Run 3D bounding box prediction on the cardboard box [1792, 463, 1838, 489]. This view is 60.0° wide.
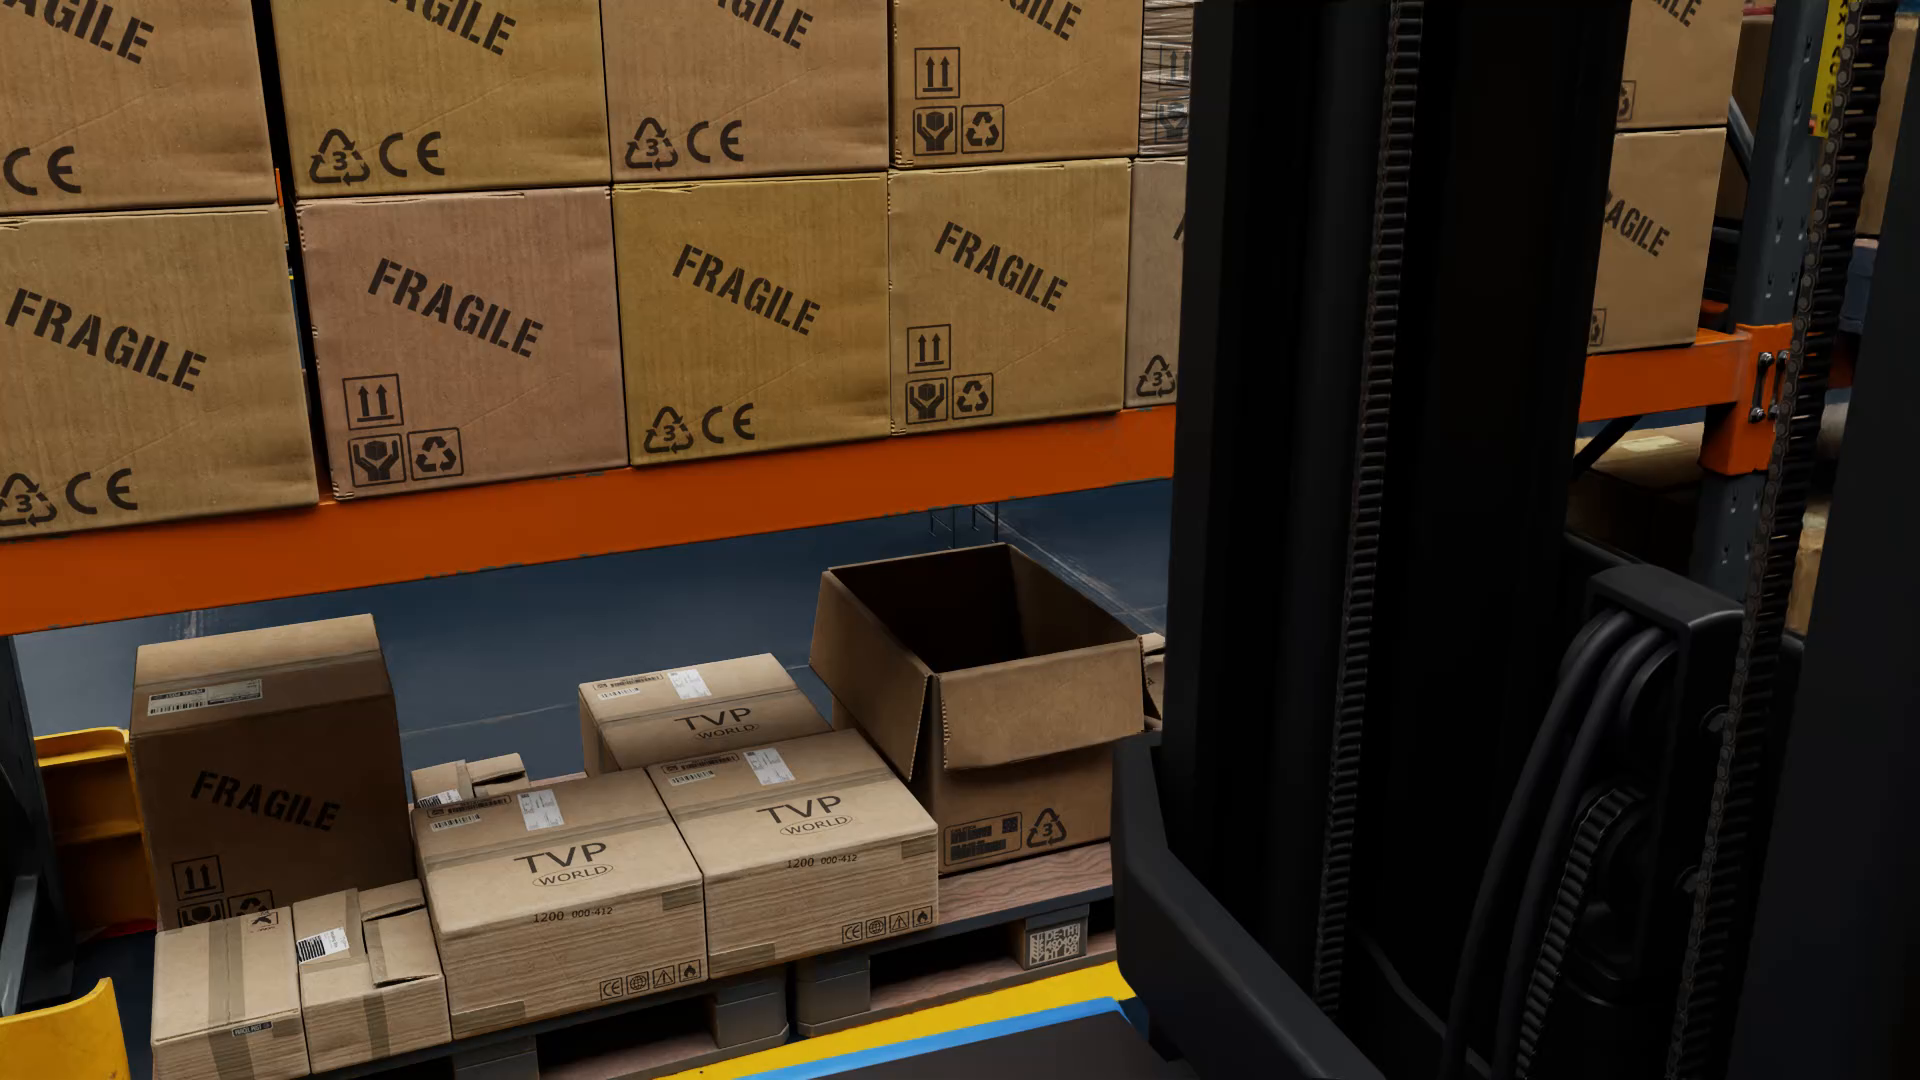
[{"bbox_3d":[2.797,0.070,4.907,0.500,0.500,0.500,-8,21,-21],"label":"cardboard box"}]

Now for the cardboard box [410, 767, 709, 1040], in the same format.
[{"bbox_3d":[-0.831,0.726,3.420,0.500,0.250,0.500,-8,21,-22],"label":"cardboard box"}]

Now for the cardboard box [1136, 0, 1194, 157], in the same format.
[{"bbox_3d":[0.477,-1.077,3.409,0.500,0.500,0.500,-8,21,-21],"label":"cardboard box"}]

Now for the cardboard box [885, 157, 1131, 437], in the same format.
[{"bbox_3d":[0.004,-0.537,3.381,0.500,0.500,0.500,-8,21,-21],"label":"cardboard box"}]

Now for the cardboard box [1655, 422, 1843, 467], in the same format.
[{"bbox_3d":[2.568,-0.082,5.339,0.500,0.500,0.500,-8,21,-22],"label":"cardboard box"}]

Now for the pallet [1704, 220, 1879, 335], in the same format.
[{"bbox_3d":[2.548,-0.820,4.622,1.213,0.211,1.003,-8,21,-22],"label":"pallet"}]

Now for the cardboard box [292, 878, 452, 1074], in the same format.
[{"bbox_3d":[-1.151,0.834,3.242,0.250,0.166,0.380,-8,21,-22],"label":"cardboard box"}]

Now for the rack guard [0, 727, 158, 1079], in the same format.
[{"bbox_3d":[-1.832,0.857,3.336,0.348,0.500,1.175,-8,21,-22],"label":"rack guard"}]

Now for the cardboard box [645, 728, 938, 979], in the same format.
[{"bbox_3d":[-0.372,0.661,3.607,0.500,0.250,0.500,-8,21,-22],"label":"cardboard box"}]

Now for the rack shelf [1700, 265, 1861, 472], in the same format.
[{"bbox_3d":[3.608,-0.762,5.253,4.000,0.370,1.077,-8,21,-22],"label":"rack shelf"}]

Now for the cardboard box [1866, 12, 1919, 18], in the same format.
[{"bbox_3d":[2.901,-1.188,4.595,0.500,0.500,0.700,-5,20,-13],"label":"cardboard box"}]

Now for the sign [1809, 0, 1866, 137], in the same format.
[{"bbox_3d":[1.993,-1.082,3.776,0.005,0.325,0.100,-8,21,-22],"label":"sign"}]

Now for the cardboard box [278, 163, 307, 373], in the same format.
[{"bbox_3d":[-1.123,-0.571,3.475,0.500,0.500,0.500,-8,21,-21],"label":"cardboard box"}]

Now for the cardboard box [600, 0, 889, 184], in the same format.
[{"bbox_3d":[-0.451,-0.944,3.031,0.500,0.500,0.500,-8,21,-21],"label":"cardboard box"}]

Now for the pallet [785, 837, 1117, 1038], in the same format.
[{"bbox_3d":[0.018,0.729,4.134,1.213,0.211,1.003,-8,21,-22],"label":"pallet"}]

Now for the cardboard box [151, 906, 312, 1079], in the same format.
[{"bbox_3d":[-1.381,0.875,3.151,0.250,0.149,0.380,-8,21,-22],"label":"cardboard box"}]

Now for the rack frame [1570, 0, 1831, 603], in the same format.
[{"bbox_3d":[1.771,-0.838,4.387,0.127,3.000,1.000,-8,21,-22],"label":"rack frame"}]

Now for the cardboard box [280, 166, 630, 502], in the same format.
[{"bbox_3d":[-0.918,-0.407,3.010,0.500,0.500,0.500,-8,21,-22],"label":"cardboard box"}]

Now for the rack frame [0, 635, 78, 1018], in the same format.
[{"bbox_3d":[-1.902,-0.312,2.892,0.127,3.000,1.000,-8,21,-22],"label":"rack frame"}]

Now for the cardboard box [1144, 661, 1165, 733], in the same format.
[{"bbox_3d":[0.672,0.482,4.021,0.500,0.311,0.500,-8,21,-22],"label":"cardboard box"}]

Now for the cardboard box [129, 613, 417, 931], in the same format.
[{"bbox_3d":[-1.500,0.513,3.651,0.500,0.500,0.500,-8,21,-22],"label":"cardboard box"}]

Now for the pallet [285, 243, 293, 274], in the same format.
[{"bbox_3d":[-5.119,-2.147,12.303,1.213,0.211,1.003,-8,21,-22],"label":"pallet"}]

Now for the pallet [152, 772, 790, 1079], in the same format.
[{"bbox_3d":[-1.100,0.888,3.682,1.213,0.211,1.003,-8,21,-22],"label":"pallet"}]

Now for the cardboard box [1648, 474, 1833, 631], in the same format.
[{"bbox_3d":[2.312,0.144,4.698,0.500,0.500,0.500,-9,21,-24],"label":"cardboard box"}]

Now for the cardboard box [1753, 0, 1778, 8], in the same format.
[{"bbox_3d":[7.942,-5.460,16.913,0.500,0.500,0.875,-8,21,-22],"label":"cardboard box"}]

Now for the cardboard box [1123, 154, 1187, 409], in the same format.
[{"bbox_3d":[0.470,-0.605,3.573,0.500,0.500,0.500,-8,21,-21],"label":"cardboard box"}]

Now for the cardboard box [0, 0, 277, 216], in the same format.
[{"bbox_3d":[-1.390,-0.809,2.647,0.500,0.500,0.500,-7,21,-20],"label":"cardboard box"}]

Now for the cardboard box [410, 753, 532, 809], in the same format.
[{"bbox_3d":[-1.092,0.644,3.779,0.250,0.166,0.380,-8,21,-22],"label":"cardboard box"}]

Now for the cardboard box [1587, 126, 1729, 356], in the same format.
[{"bbox_3d":[1.414,-0.742,3.961,0.500,0.500,0.500,-8,21,-21],"label":"cardboard box"}]

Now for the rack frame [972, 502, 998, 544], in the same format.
[{"bbox_3d":[0.097,-0.580,6.362,0.006,1.200,0.240,-8,21,-22],"label":"rack frame"}]

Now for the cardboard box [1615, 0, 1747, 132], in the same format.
[{"bbox_3d":[1.409,-1.212,3.791,0.500,0.500,0.500,-8,21,-22],"label":"cardboard box"}]

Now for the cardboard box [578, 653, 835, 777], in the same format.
[{"bbox_3d":[-0.616,0.515,4.021,0.500,0.250,0.500,-8,21,-22],"label":"cardboard box"}]

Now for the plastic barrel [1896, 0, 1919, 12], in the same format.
[{"bbox_3d":[6.684,-3.680,11.702,0.708,0.901,0.600,-8,21,-22],"label":"plastic barrel"}]

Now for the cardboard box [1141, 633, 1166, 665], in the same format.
[{"bbox_3d":[0.510,0.397,4.483,0.250,0.166,0.380,-8,21,-22],"label":"cardboard box"}]

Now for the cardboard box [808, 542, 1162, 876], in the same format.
[{"bbox_3d":[0.048,0.380,4.022,0.637,0.503,0.797,-8,21,-22],"label":"cardboard box"}]

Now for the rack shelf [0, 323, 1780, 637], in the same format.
[{"bbox_3d":[-0.065,-0.236,3.759,4.000,0.370,1.077,-8,21,-22],"label":"rack shelf"}]

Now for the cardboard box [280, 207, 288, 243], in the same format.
[{"bbox_3d":[-5.266,-2.638,12.065,0.875,0.875,0.875,-8,21,-22],"label":"cardboard box"}]

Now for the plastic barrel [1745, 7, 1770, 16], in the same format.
[{"bbox_3d":[5.122,-3.253,11.041,0.433,0.535,0.433,0,19,0],"label":"plastic barrel"}]

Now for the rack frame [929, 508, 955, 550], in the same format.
[{"bbox_3d":[-0.071,-0.556,6.294,0.006,1.200,0.240,-8,21,-22],"label":"rack frame"}]

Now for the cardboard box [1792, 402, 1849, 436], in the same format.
[{"bbox_3d":[3.029,-0.147,5.526,0.500,0.500,0.500,-8,21,-21],"label":"cardboard box"}]

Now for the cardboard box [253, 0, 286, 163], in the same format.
[{"bbox_3d":[-1.138,-1.040,3.303,0.500,0.500,0.500,-8,21,-20],"label":"cardboard box"}]

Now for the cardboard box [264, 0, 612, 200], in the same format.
[{"bbox_3d":[-0.913,-0.880,2.849,0.500,0.500,0.500,-8,21,-21],"label":"cardboard box"}]

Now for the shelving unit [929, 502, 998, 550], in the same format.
[{"bbox_3d":[0.013,-0.568,6.328,0.189,1.200,0.258,-8,21,-22],"label":"shelving unit"}]

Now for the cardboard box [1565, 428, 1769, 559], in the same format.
[{"bbox_3d":[2.111,-0.019,5.161,0.500,0.500,0.500,-8,21,-22],"label":"cardboard box"}]

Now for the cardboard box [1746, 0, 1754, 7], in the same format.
[{"bbox_3d":[7.466,-5.407,16.763,0.500,0.500,0.875,-8,21,-22],"label":"cardboard box"}]

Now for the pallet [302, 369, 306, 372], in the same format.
[{"bbox_3d":[-3.088,-0.605,7.921,1.213,0.211,1.003,-8,21,-22],"label":"pallet"}]

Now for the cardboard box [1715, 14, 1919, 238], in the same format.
[{"bbox_3d":[2.295,-1.078,4.283,0.500,0.500,0.700,-17,26,-40],"label":"cardboard box"}]

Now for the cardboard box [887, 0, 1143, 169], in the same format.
[{"bbox_3d":[0.015,-1.011,3.222,0.500,0.500,0.500,-8,21,-22],"label":"cardboard box"}]

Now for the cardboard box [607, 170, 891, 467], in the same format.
[{"bbox_3d":[-0.456,-0.472,3.195,0.500,0.500,0.500,-8,21,-22],"label":"cardboard box"}]

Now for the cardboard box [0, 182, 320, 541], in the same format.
[{"bbox_3d":[-1.390,-0.337,2.813,0.500,0.500,0.500,-8,21,-21],"label":"cardboard box"}]

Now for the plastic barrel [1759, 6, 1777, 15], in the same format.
[{"bbox_3d":[5.519,-3.310,11.203,0.433,0.535,0.433,0,19,0],"label":"plastic barrel"}]

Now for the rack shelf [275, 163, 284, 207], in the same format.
[{"bbox_3d":[-2.024,-1.747,8.050,4.000,0.370,1.077,-8,21,-22],"label":"rack shelf"}]
